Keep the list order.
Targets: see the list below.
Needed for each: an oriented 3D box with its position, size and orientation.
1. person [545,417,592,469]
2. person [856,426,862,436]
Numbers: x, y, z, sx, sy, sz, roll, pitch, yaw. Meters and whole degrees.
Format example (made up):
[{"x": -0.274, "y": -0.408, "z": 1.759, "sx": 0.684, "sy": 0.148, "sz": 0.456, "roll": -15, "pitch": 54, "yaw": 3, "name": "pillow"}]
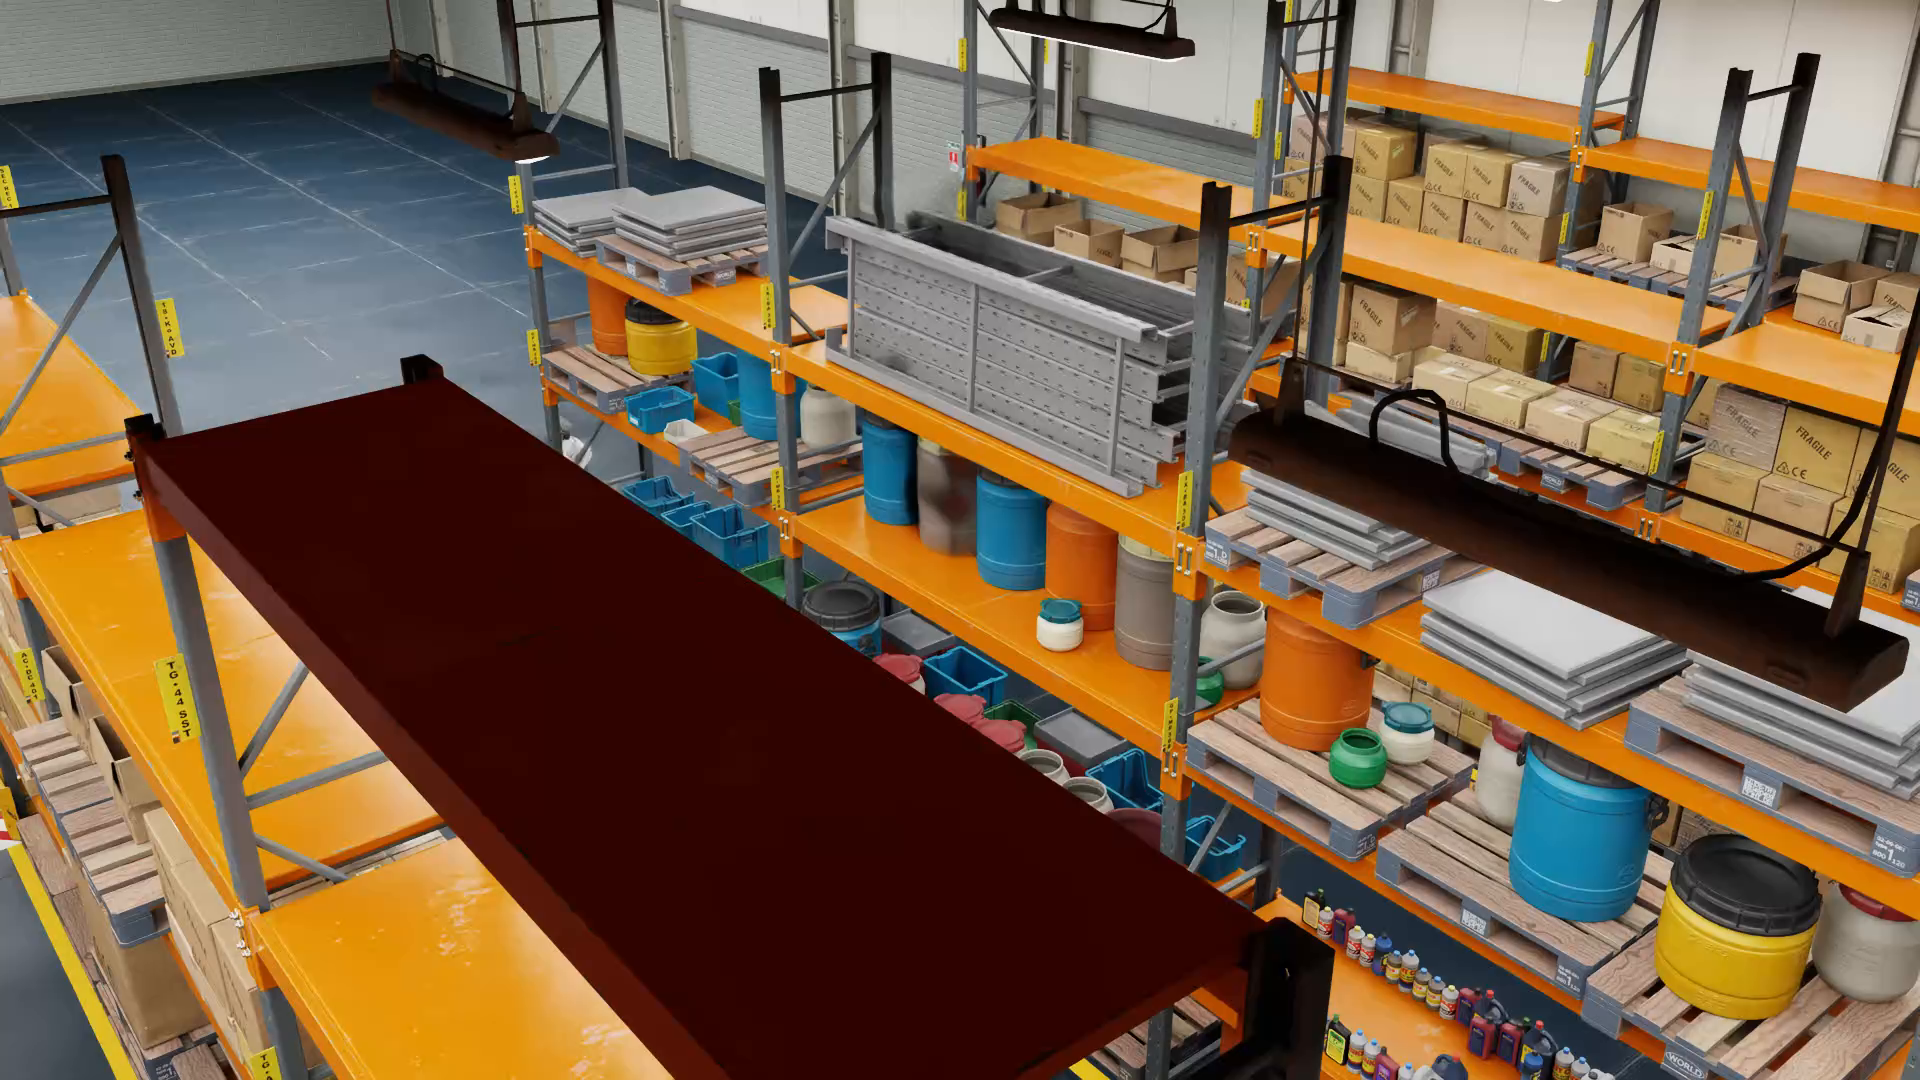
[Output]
[{"x": -3.998, "y": -0.478, "z": 17.314, "sx": 0.815, "sy": 1.731, "sz": 0.599, "roll": 0, "pitch": 26, "yaw": -1, "name": "person"}, {"x": -1.430, "y": -1.640, "z": 19.894, "sx": 0.606, "sy": 1.576, "sz": 0.561, "roll": -3, "pitch": 26, "yaw": -5, "name": "person"}]
